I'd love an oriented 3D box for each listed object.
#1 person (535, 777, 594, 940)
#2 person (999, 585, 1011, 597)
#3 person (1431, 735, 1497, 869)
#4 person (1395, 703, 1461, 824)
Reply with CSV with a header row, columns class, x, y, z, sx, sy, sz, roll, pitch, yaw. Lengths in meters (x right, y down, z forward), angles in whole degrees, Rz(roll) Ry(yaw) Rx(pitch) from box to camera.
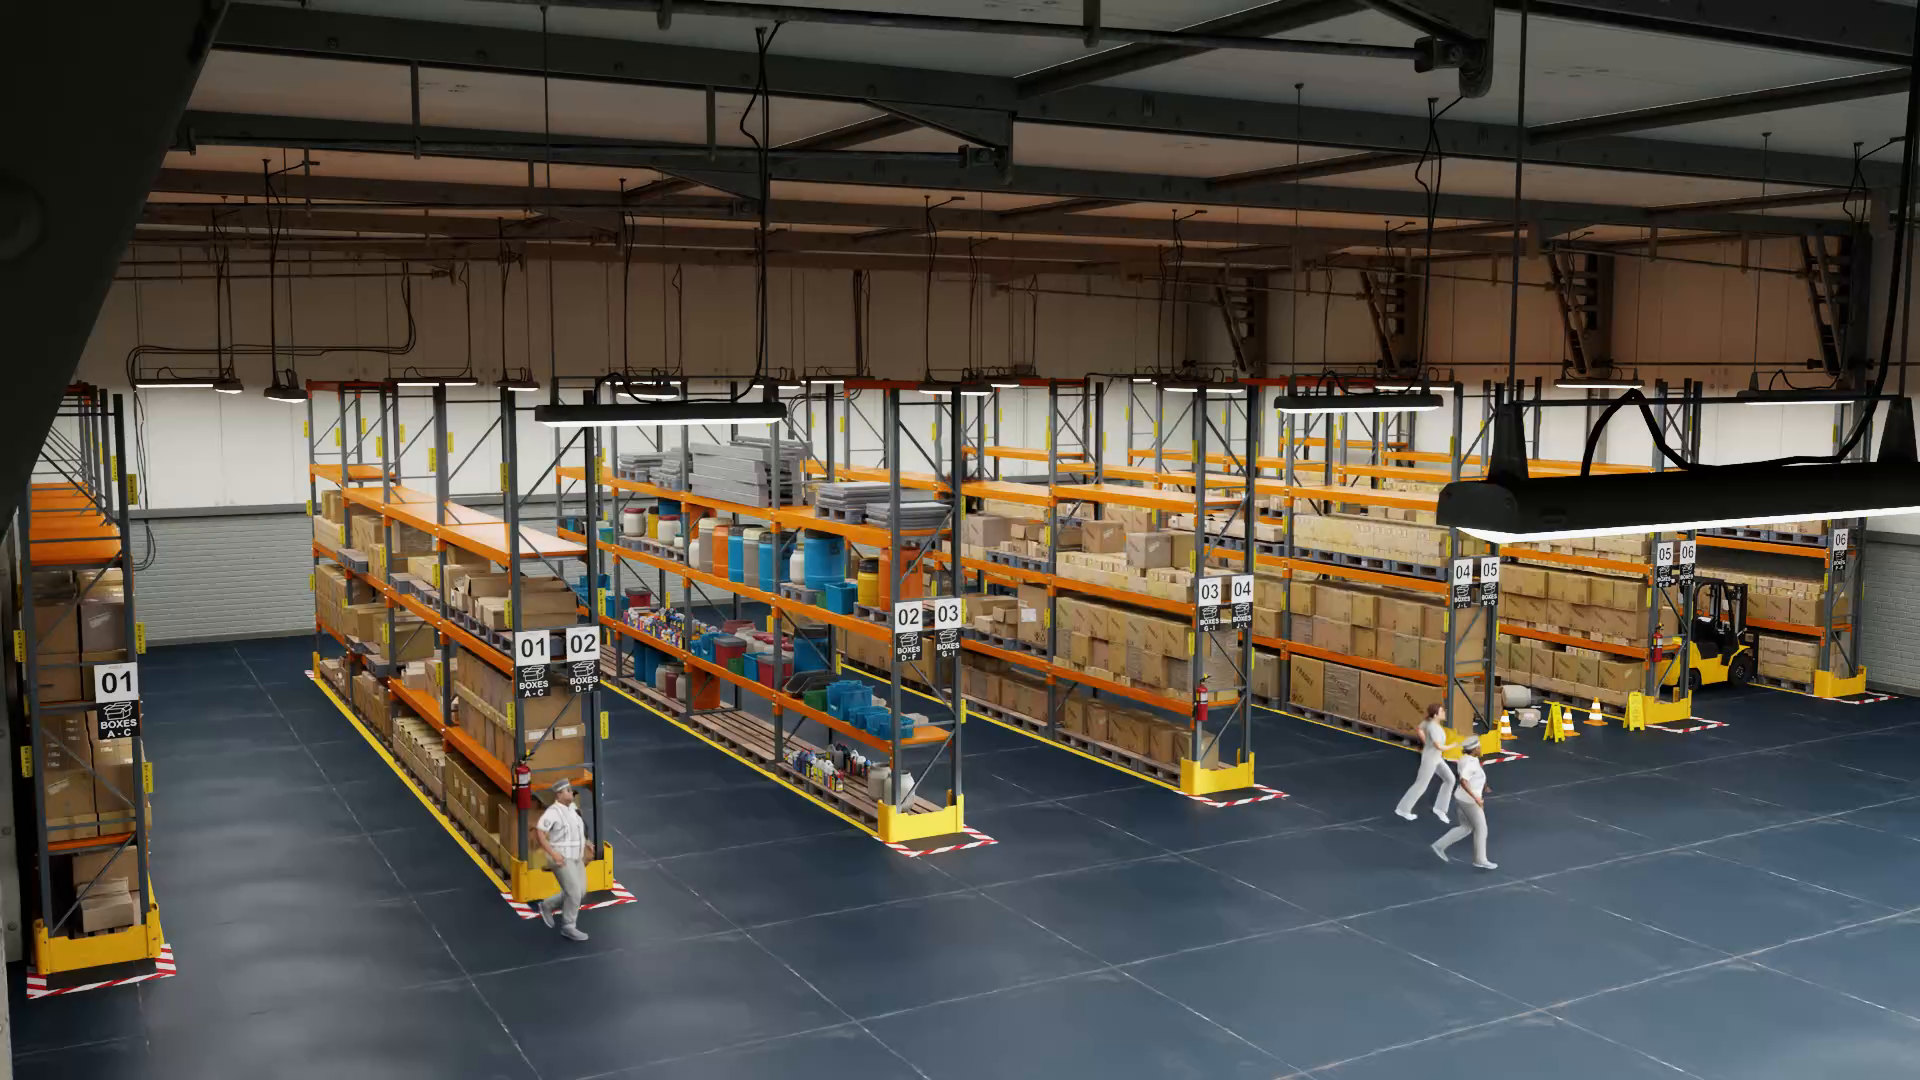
class,x,y,z,sx,sy,sz,roll,pitch,yaw
person,-4.384,3.519,18.485,0.652,1.754,0.708,2,6,17
person,1.120,1.019,42.816,0.546,1.560,0.537,-3,7,-29
person,6.341,3.277,20.820,0.809,1.689,0.597,0,6,1
person,6.460,3.072,22.899,0.875,1.697,0.572,2,6,17
